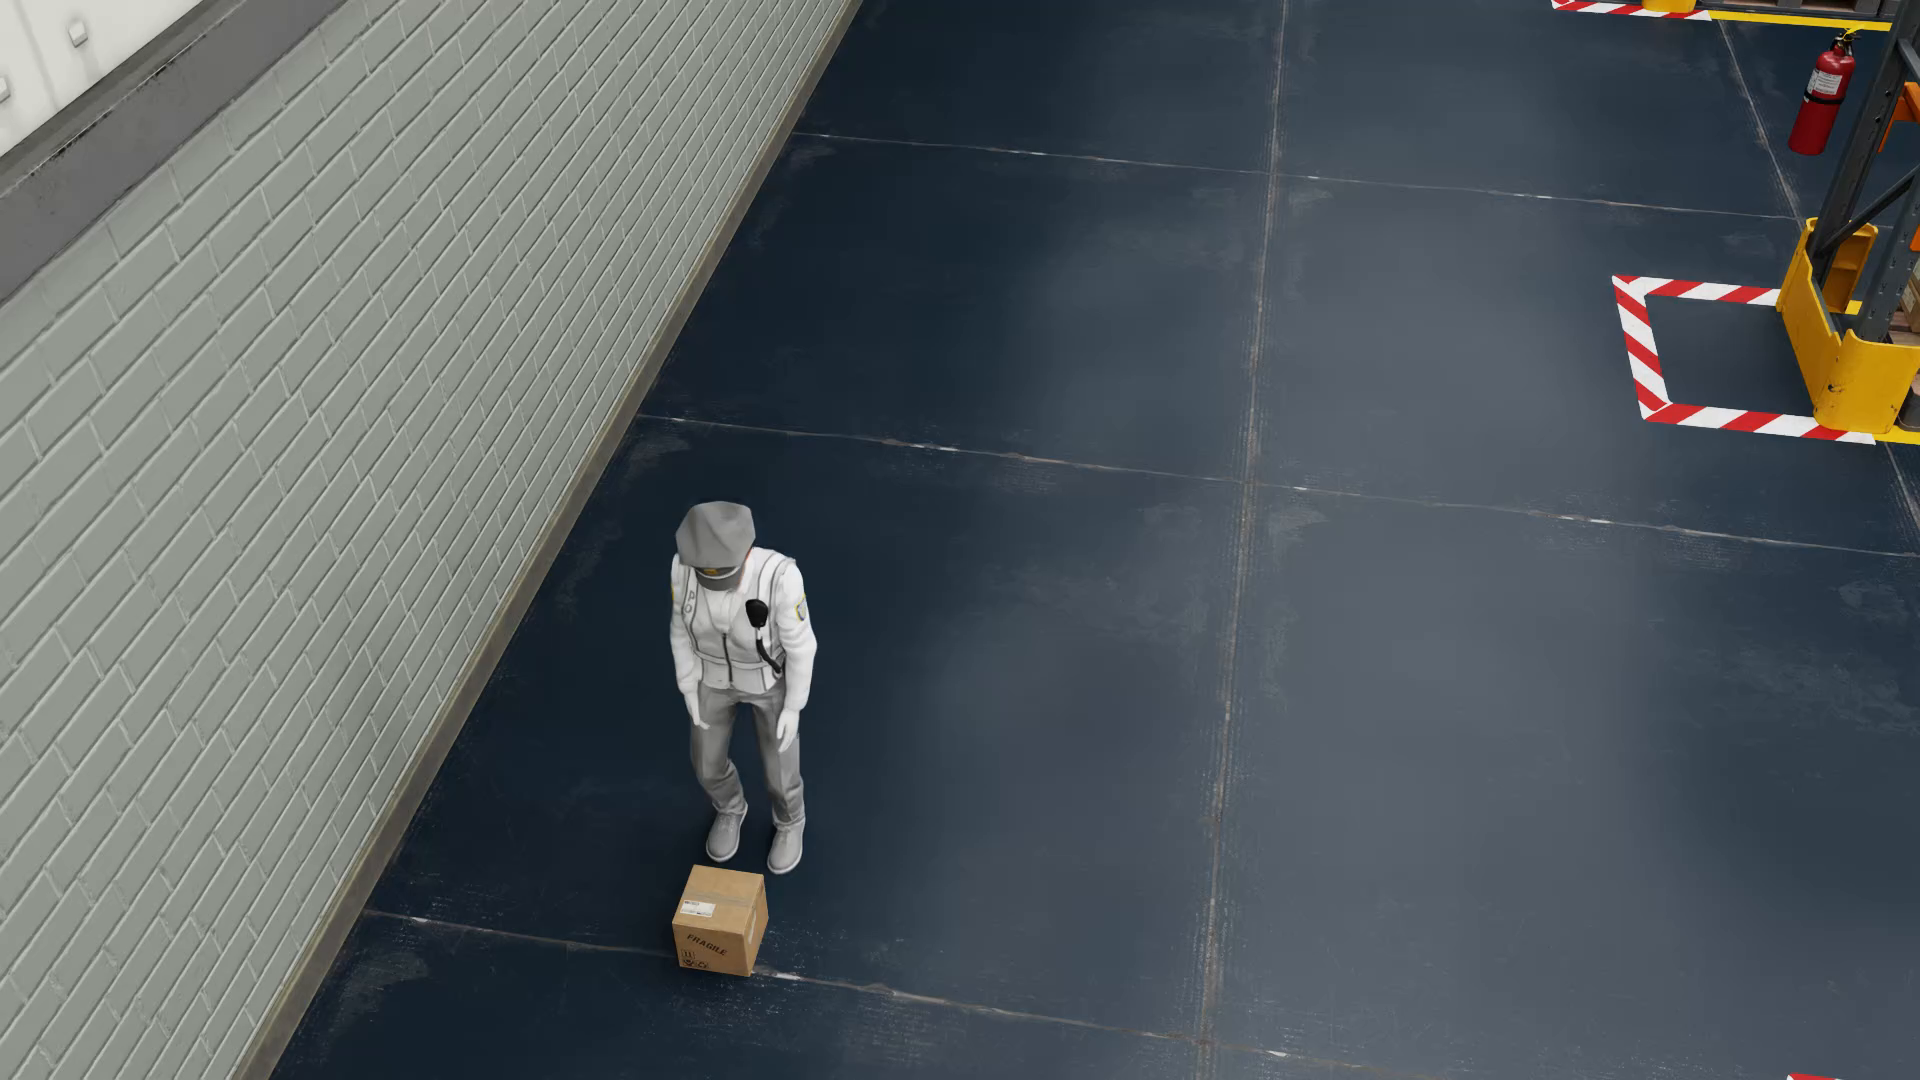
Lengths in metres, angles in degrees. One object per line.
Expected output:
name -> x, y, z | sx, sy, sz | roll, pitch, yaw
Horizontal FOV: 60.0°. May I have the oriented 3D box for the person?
person -> -0.720, 0.503, 5.613 | 0.500, 1.626, 0.446 | 8, 41, 9
